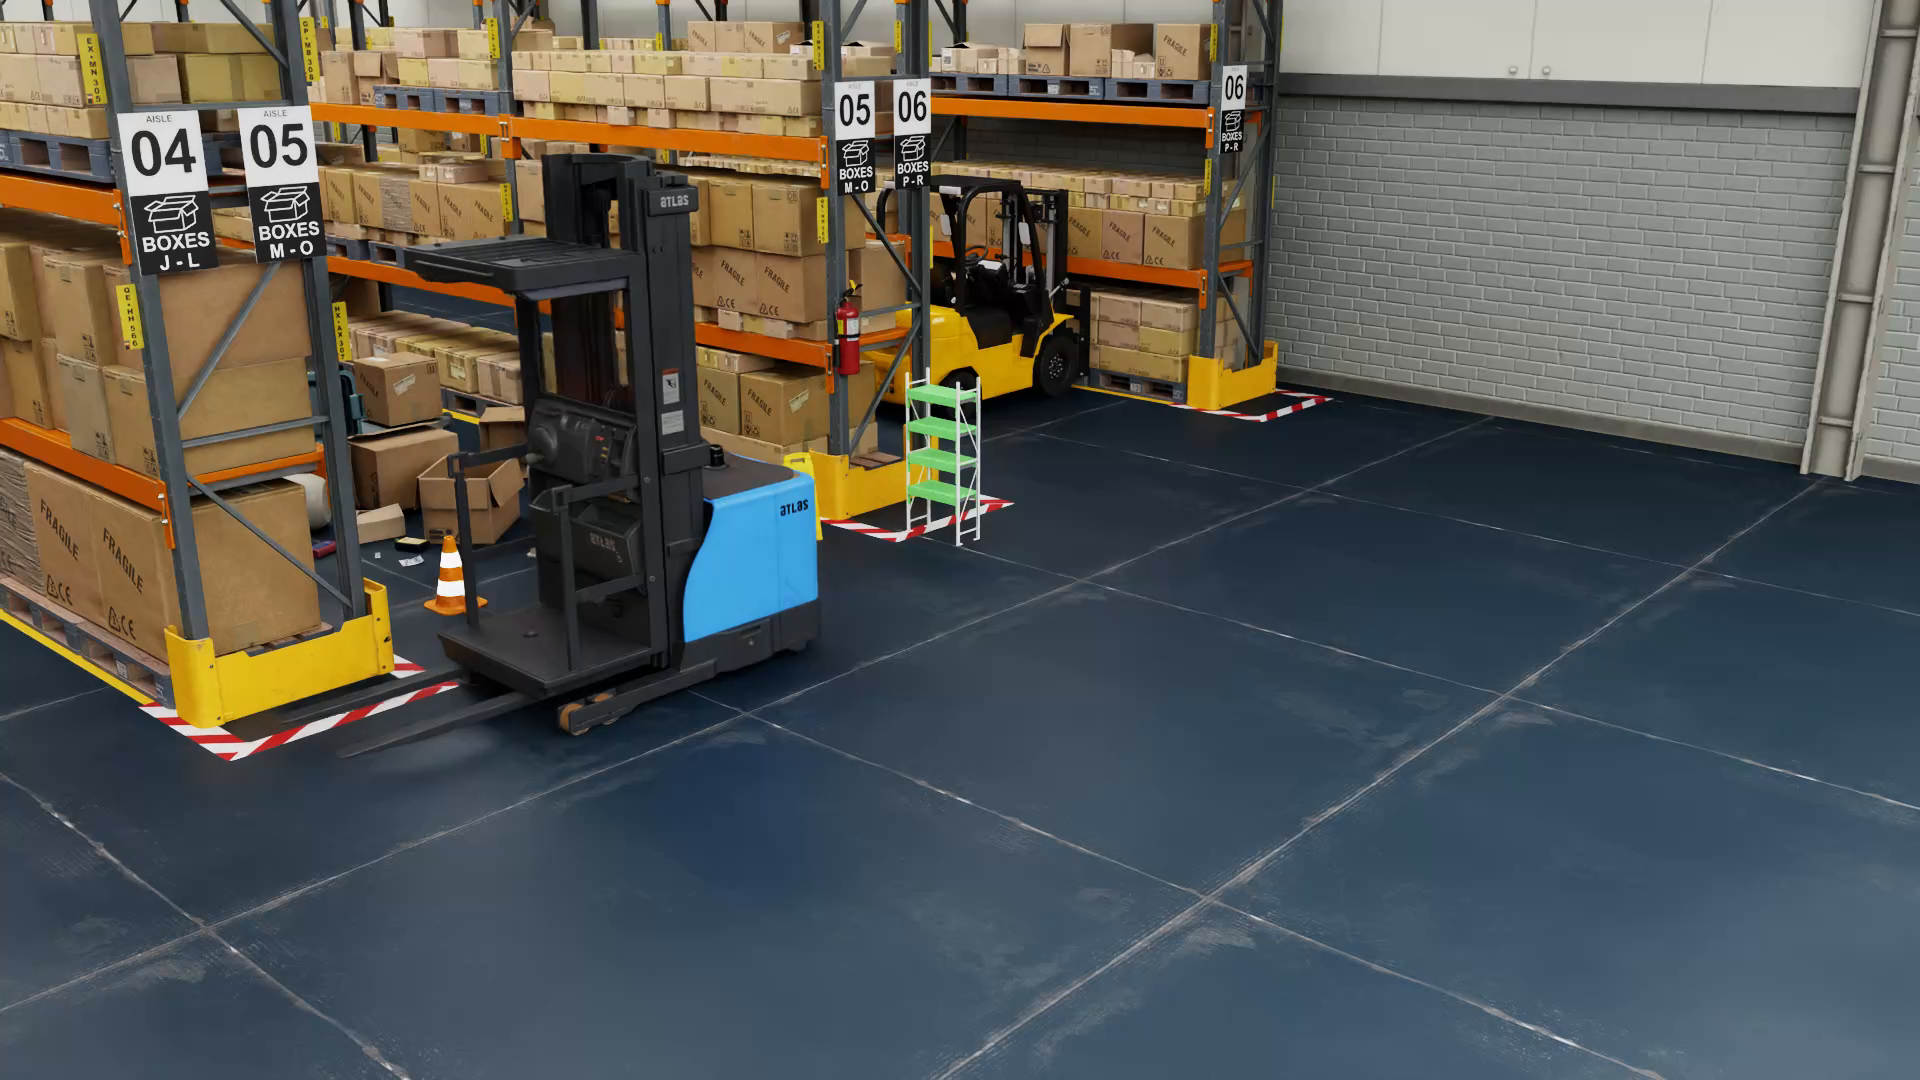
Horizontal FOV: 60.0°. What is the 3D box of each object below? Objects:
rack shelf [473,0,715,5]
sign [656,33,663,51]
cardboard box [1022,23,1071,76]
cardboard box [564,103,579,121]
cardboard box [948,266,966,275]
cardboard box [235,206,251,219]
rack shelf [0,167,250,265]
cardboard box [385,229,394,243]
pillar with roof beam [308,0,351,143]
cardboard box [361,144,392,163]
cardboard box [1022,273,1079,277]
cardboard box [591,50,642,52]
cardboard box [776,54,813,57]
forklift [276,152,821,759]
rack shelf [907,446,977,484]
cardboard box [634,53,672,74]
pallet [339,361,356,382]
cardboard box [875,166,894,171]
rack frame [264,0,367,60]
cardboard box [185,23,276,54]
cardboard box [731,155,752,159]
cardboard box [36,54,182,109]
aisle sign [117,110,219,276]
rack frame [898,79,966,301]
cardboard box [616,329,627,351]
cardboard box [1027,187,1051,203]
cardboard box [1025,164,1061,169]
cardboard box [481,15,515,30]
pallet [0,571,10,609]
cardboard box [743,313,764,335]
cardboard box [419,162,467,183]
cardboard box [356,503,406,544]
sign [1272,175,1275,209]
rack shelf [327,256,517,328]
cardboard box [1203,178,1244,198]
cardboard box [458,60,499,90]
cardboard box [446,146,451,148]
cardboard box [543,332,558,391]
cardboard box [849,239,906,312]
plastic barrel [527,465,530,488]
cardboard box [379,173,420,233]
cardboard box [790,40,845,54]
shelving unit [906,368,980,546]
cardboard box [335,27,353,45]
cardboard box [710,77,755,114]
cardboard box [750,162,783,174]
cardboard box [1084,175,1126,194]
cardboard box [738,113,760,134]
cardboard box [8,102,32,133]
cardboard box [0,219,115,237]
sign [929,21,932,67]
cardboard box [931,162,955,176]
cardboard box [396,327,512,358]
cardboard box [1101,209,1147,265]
[{"bbox_3d":[-4.792,-7.178,21.704,4.000,0.370,1.077,15,23,39],"label":"rack shelf"},{"bbox_3d":[-3.658,-6.005,20.260,0.005,0.325,0.100,15,23,39],"label":"sign"},{"bbox_3d":[1.083,-4.959,16.791,0.637,0.503,0.797,16,24,41],"label":"cardboard box"},{"bbox_3d":[-3.109,-3.626,14.034,0.250,0.149,0.380,15,23,39],"label":"cardboard box"},{"bbox_3d":[-0.151,-2.846,18.318,0.500,0.250,0.500,15,23,38],"label":"cardboard box"},{"bbox_3d":[-7.505,-3.636,18.030,0.500,0.250,0.500,14,23,38],"label":"cardboard box"},{"bbox_3d":[-5.311,-2.069,9.903,4.000,0.370,1.077,15,23,39],"label":"rack shelf"},{"bbox_3d":[-5.444,-3.032,16.427,0.250,0.149,0.380,16,24,41],"label":"cardboard box"},{"bbox_3d":[-13.556,-8.688,24.611,0.400,9.000,9.100,15,23,39],"label":"pillar with roof beam"},{"bbox_3d":[-9.119,-5.975,25.737,0.500,0.250,0.500,15,23,40],"label":"cardboard box"},{"bbox_3d":[0.950,-2.756,18.035,0.500,0.250,0.500,15,23,40],"label":"cardboard box"},{"bbox_3d":[-2.969,-4.165,14.415,0.250,0.149,0.380,14,23,38],"label":"cardboard box"},{"bbox_3d":[-1.218,-3.707,12.971,0.250,0.149,0.380,15,23,39],"label":"cardboard box"},{"bbox_3d":[-2.213,-0.532,8.944,1.130,2.935,3.031,16,23,41],"label":"forklift"},{"bbox_3d":[-0.124,-0.544,12.054,0.480,0.148,0.258,15,23,39],"label":"rack shelf"},{"bbox_3d":[-2.360,-3.783,13.213,0.250,0.149,0.380,16,23,40],"label":"cardboard box"},{"bbox_3d":[-6.005,-1.841,17.563,1.213,0.211,1.003,15,23,39],"label":"pallet"},{"bbox_3d":[-0.777,-4.240,19.274,0.250,0.149,0.380,15,23,39],"label":"cardboard box"},{"bbox_3d":[-6.588,-6.186,16.729,0.127,3.000,1.000,15,23,39],"label":"rack frame"},{"bbox_3d":[-3.853,-2.657,8.805,0.250,0.149,0.380,15,23,40],"label":"cardboard box"},{"bbox_3d":[-2.649,-4.761,20.917,0.250,0.149,0.380,16,23,41],"label":"cardboard box"},{"bbox_3d":[-4.366,-2.363,8.538,0.500,0.250,0.500,15,23,40],"label":"cardboard box"},{"bbox_3d":[-3.961,-1.738,8.330,0.004,0.787,0.394,15,23,39],"label":"aisle sign"},{"bbox_3d":[-0.304,-3.648,18.647,0.127,3.000,1.000,15,23,39],"label":"rack frame"},{"bbox_3d":[-2.692,-1.706,14.067,0.250,0.149,0.380,17,24,42],"label":"cardboard box"},{"bbox_3d":[0.903,-3.566,17.152,0.250,0.149,0.380,14,23,38],"label":"cardboard box"},{"bbox_3d":[0.911,-3.948,17.863,0.250,0.149,0.380,15,23,38],"label":"cardboard box"},{"bbox_3d":[-6.294,-7.012,22.666,0.258,0.266,0.396,15,23,39],"label":"cardboard box"},{"bbox_3d":[-6.290,0.116,11.398,1.213,0.211,1.003,15,23,39],"label":"pallet"},{"bbox_3d":[-1.467,-1.710,12.956,0.250,0.149,0.380,15,23,38],"label":"cardboard box"},{"bbox_3d":[-4.836,-3.449,15.598,0.250,0.149,0.380,14,22,37],"label":"cardboard box"},{"bbox_3d":[-4.298,-0.152,12.152,0.396,0.266,0.258,-13,22,-36],"label":"cardboard box"},{"bbox_3d":[3.060,-3.419,16.365,0.005,0.325,0.100,15,23,39],"label":"sign"},{"bbox_3d":[-5.092,-2.583,16.480,4.000,0.370,1.077,15,23,39],"label":"rack shelf"},{"bbox_3d":[2.578,-3.459,16.322,0.250,0.149,0.380,14,23,38],"label":"cardboard box"},{"bbox_3d":[-4.129,-4.167,14.877,0.500,0.250,0.500,14,23,38],"label":"cardboard box"},{"bbox_3d":[-8.007,-5.891,25.471,0.500,0.250,0.500,16,24,41],"label":"cardboard box"},{"bbox_3d":[-3.334,-1.591,14.779,0.500,0.500,0.500,16,24,42],"label":"cardboard box"},{"bbox_3d":[-0.775,-2.068,13.012,0.500,0.500,0.500,15,23,38],"label":"cardboard box"},{"bbox_3d":[-3.154,-0.565,13.192,0.512,0.421,0.421,-3,18,-8],"label":"plastic barrel"},{"bbox_3d":[-5.240,-3.264,16.085,0.500,0.500,0.500,14,22,37],"label":"cardboard box"},{"bbox_3d":[-1.582,-5.527,18.898,0.500,0.311,0.500,14,22,37],"label":"cardboard box"},{"bbox_3d":[-0.124,-0.605,12.035,0.503,1.200,0.258,15,23,39],"label":"shelving unit"},{"bbox_3d":[-9.114,-7.649,25.227,0.500,0.250,0.500,15,23,39],"label":"cardboard box"},{"bbox_3d":[-1.533,-3.367,12.559,0.500,0.250,0.500,15,23,39],"label":"cardboard box"},{"bbox_3d":[-2.281,-4.420,19.843,0.250,0.149,0.380,16,23,40],"label":"cardboard box"},{"bbox_3d":[1.455,-3.550,16.610,0.250,0.149,0.380,16,23,41],"label":"cardboard box"},{"bbox_3d":[-1.441,-3.143,12.512,0.250,0.149,0.380,16,24,41],"label":"cardboard box"},{"bbox_3d":[-4.857,-2.281,8.939,0.250,0.149,0.380,15,23,40],"label":"cardboard box"},{"bbox_3d":[-5.752,-1.664,10.364,0.550,0.550,0.875,15,23,39],"label":"cardboard box"},{"bbox_3d":[-0.245,-3.690,12.376,0.005,0.325,0.100,15,23,39],"label":"sign"},{"bbox_3d":[-0.263,-4.015,18.075,0.250,0.149,0.380,16,23,40],"label":"cardboard box"},{"bbox_3d":[-5.051,-1.859,16.661,0.625,0.372,0.950,16,24,41],"label":"cardboard box"},{"bbox_3d":[1.763,-3.038,16.560,0.500,0.500,0.500,16,24,41],"label":"cardboard box"}]
